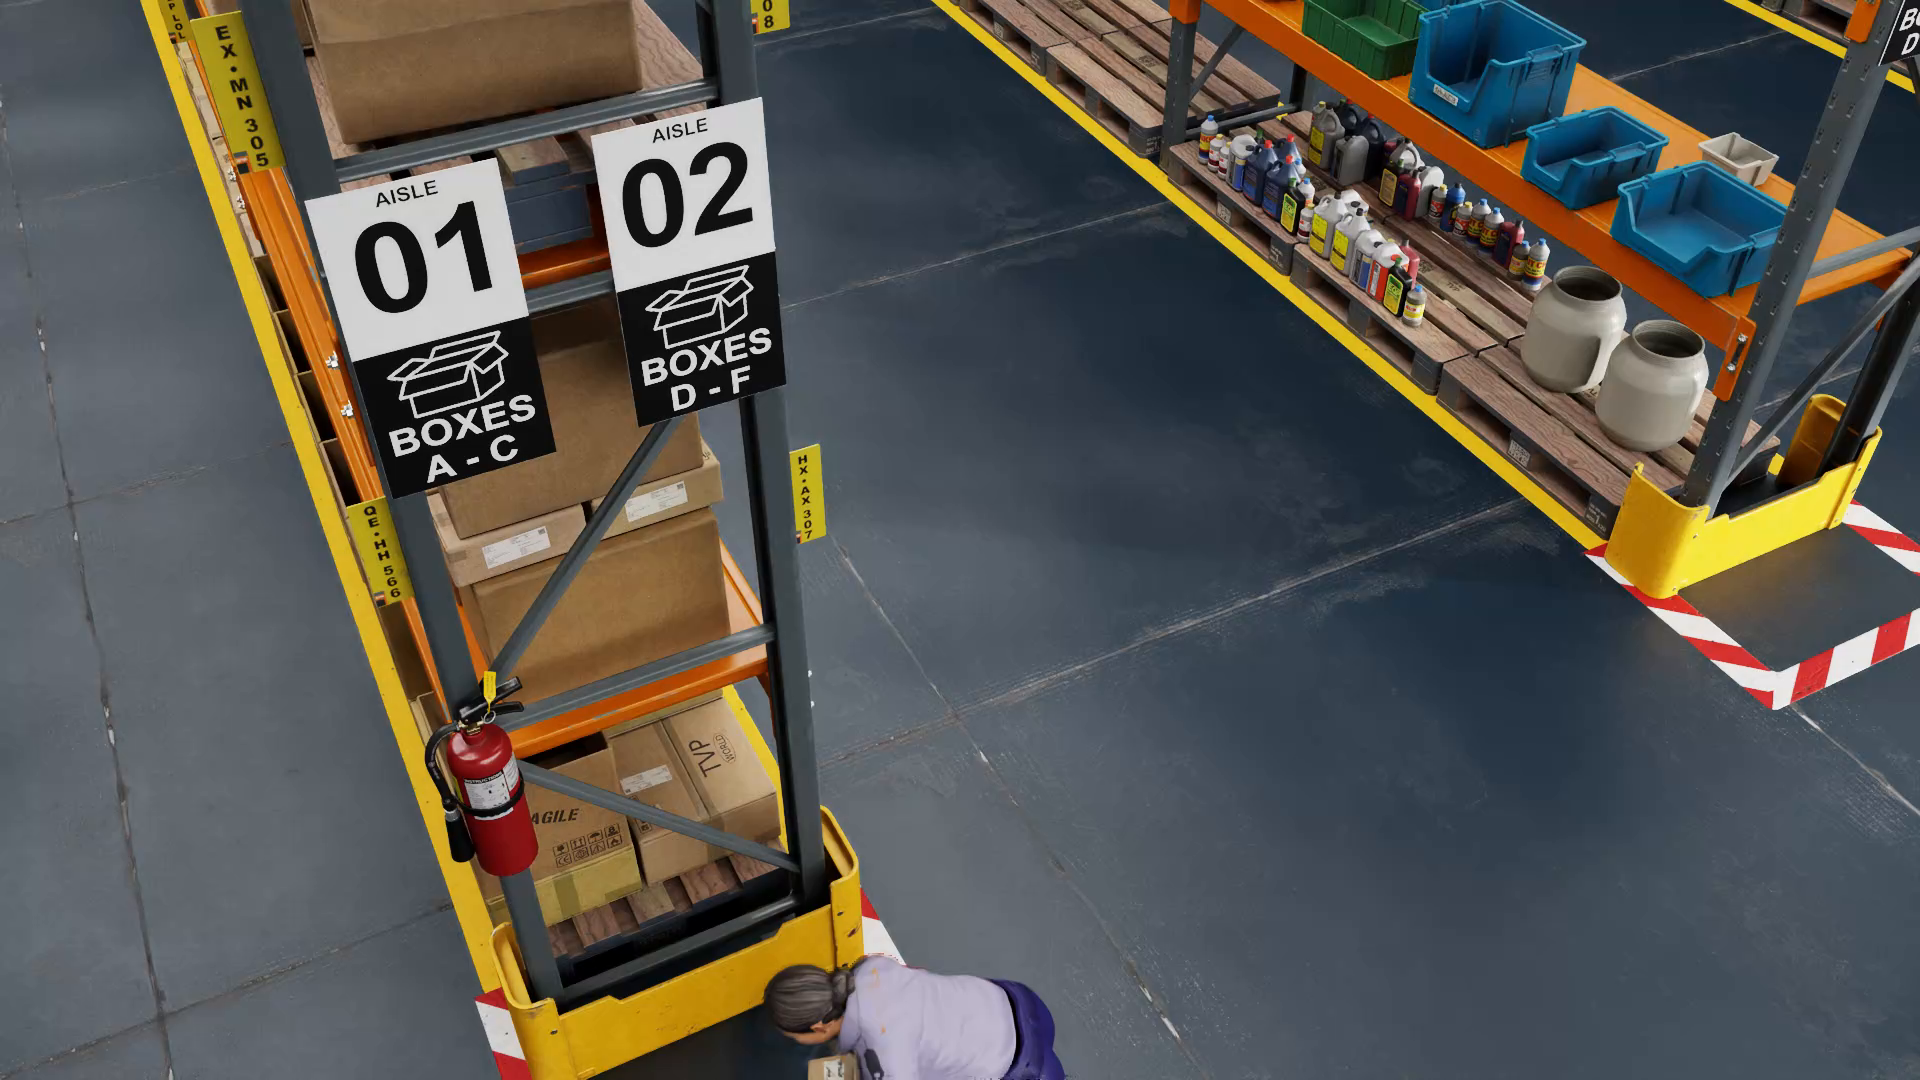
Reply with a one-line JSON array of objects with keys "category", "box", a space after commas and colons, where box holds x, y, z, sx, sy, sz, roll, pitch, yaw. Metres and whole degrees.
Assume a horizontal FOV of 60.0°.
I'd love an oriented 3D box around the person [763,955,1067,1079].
[{"category": "person", "box": [-0.110, 1.554, 4.623, 0.783, 1.380, 0.451, -5, 42, -6]}]
